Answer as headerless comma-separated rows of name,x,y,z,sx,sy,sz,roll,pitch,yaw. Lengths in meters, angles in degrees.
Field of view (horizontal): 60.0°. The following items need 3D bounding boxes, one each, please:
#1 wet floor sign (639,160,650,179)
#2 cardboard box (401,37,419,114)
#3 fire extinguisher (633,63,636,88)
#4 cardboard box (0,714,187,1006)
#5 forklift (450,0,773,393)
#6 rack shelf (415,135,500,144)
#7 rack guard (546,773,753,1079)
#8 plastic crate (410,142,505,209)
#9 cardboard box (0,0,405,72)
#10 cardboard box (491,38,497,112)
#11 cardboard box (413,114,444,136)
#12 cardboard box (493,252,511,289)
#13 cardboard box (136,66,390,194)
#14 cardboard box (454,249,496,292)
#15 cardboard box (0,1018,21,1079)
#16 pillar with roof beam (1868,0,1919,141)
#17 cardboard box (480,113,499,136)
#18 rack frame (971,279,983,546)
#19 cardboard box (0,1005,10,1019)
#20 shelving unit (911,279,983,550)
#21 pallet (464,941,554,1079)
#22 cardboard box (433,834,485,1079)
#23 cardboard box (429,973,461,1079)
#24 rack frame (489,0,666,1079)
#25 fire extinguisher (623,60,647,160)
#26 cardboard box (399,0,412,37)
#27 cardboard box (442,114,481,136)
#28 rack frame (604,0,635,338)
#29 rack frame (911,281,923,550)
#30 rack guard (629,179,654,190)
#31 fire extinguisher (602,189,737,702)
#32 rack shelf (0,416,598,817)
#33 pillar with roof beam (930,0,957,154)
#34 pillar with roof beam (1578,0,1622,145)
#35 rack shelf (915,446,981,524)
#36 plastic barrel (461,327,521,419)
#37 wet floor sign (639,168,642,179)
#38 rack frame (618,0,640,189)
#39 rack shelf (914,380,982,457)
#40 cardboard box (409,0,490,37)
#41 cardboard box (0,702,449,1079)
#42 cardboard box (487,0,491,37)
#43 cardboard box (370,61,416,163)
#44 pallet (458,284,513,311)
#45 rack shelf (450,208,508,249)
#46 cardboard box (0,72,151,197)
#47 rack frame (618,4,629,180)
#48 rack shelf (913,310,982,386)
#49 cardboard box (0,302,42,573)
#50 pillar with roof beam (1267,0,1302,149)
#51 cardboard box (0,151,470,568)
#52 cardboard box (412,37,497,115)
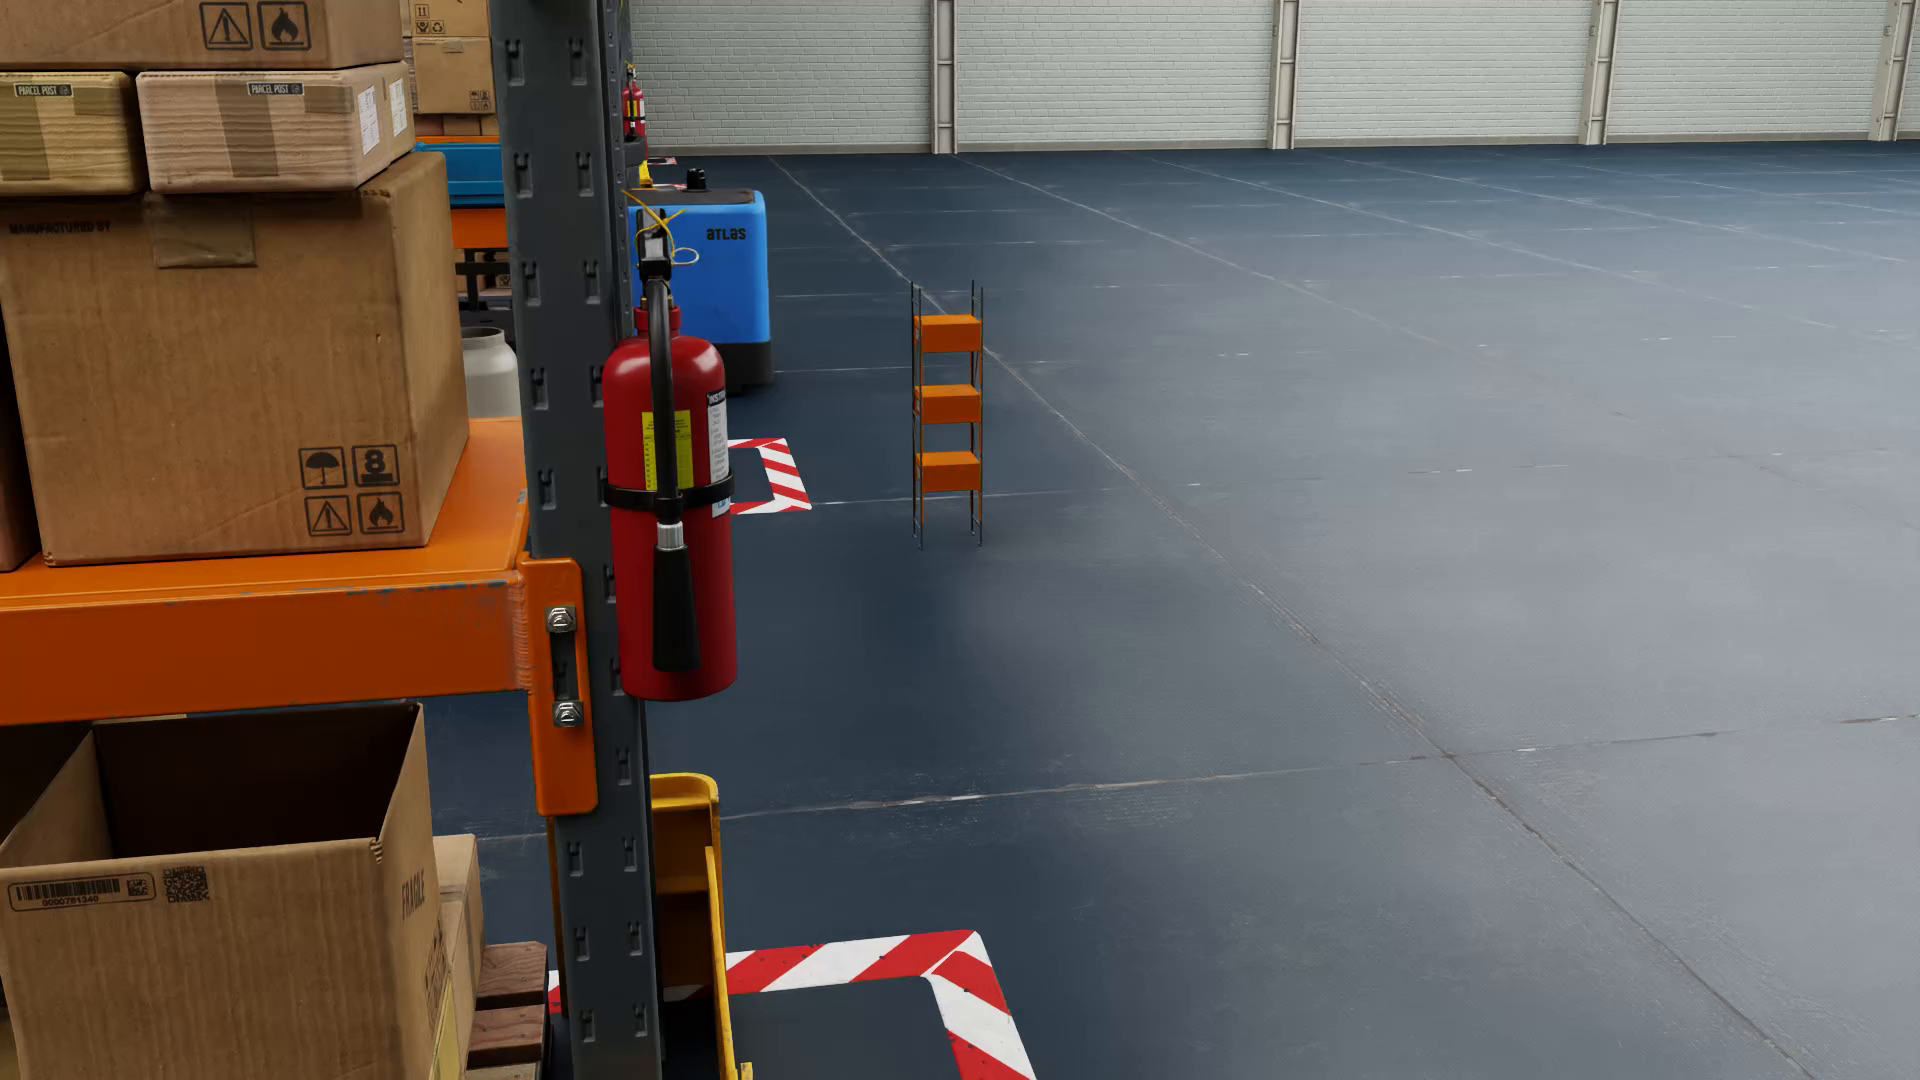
wet floor sign,-3.968,-4.578,20.617,0.232,0.644,0.267,3,17,9
cardboard box,-3.990,-3.234,11.554,0.500,0.500,0.875,-3,17,-10
fire extinguisher,-4.158,-5.838,20.841,0.183,0.674,0.296,-3,17,-10
cardboard box,-1.661,0.461,2.893,0.500,0.500,0.500,-3,17,-10
forklift,-2.627,-2.312,9.348,3.031,2.935,1.130,-2,17,-7
rack shelf,-4.441,-2.689,11.683,4.000,0.370,1.077,-3,17,-10
rack guard,-0.578,0.905,3.013,0.348,0.500,1.175,-3,17,-10
plastic crate,-1.973,-1.531,6.942,0.616,0.251,0.499,-3,17,-10
cardboard box,-1.115,-0.931,2.354,0.500,0.500,0.700,-3,17,-10
cardboard box,-3.023,-3.312,11.808,0.500,0.500,0.875,-3,17,-10
cardboard box,-3.701,-2.895,11.556,0.250,0.149,0.380,-3,17,-10
cardboard box,-3.094,-2.120,12.148,0.500,0.500,0.500,0,17,0
cardboard box,-0.941,-0.570,2.284,0.250,0.149,0.380,-4,17,-11
cardboard box,-3.674,-2.077,12.007,0.500,0.500,0.500,1,17,4
cardboard box,-1.561,0.972,2.507,0.500,0.250,0.500,-3,17,-10
pillar with roof beam,18.224,-10.616,26.050,0.400,9.000,9.100,-3,17,-10
cardboard box,-3.199,-2.906,11.593,0.250,0.149,0.380,-3,17,-10
rack frame,0.067,-0.506,6.670,0.008,1.050,0.200,-3,17,-10
cardboard box,-1.661,0.820,3.001,0.500,0.250,0.500,-3,17,-10
shelving unit,-0.053,-0.499,6.648,0.252,1.050,0.215,-3,17,-10
pallet,-1.345,1.099,2.873,1.213,0.211,1.003,-3,17,-10
cardboard box,-1.171,0.791,3.095,0.500,0.250,0.500,-3,17,-10
cardboard box,-1.072,0.940,2.609,0.500,0.250,0.500,-3,17,-10
rack frame,-0.602,-0.288,2.642,0.127,3.000,1.000,-3,17,-10
fire extinguisher,-2.278,-2.981,11.540,0.183,0.674,0.296,-3,17,-10
cardboard box,-3.952,-3.654,11.219,0.500,0.500,0.500,-3,17,-10
cardboard box,-3.448,-2.897,11.562,0.250,0.149,0.380,-3,17,-10
rack frame,-1.538,-1.716,7.291,0.127,3.000,1.000,-3,17,-10
rack frame,-0.172,-0.492,6.626,0.008,1.050,0.200,-3,17,-10
rack guard,-3.296,-3.386,16.985,0.348,0.500,1.175,-3,17,-10
fire extinguisher,-0.398,-0.124,2.239,0.183,0.674,0.296,-3,17,-10
rack shelf,-2.566,0.167,2.385,4.000,0.370,1.077,-3,17,-10
pillar with roof beam,0.550,-9.614,22.786,0.400,9.000,9.100,-3,17,-10
pillar with roof beam,12.332,-10.282,24.962,0.400,9.000,9.100,-3,17,-10
rack shelf,-0.053,-0.223,6.733,0.240,0.259,0.215,-3,17,-10
plastic barrel,-2.170,-0.669,7.404,0.421,0.512,0.421,0,17,0
wet floor sign,-3.666,-4.027,18.823,0.232,0.644,0.267,-6,18,-20
rack frame,-3.319,-4.580,16.614,0.127,3.000,1.000,-3,17,-10
rack shelf,-0.053,-0.489,6.651,0.240,0.259,0.215,-3,17,-10
cardboard box,-3.460,-3.681,11.307,0.500,0.500,0.500,-3,17,-10
cardboard box,-1.072,0.582,2.497,0.500,0.500,0.500,-3,17,-10
cardboard box,-2.971,-3.710,11.403,0.500,0.500,0.500,-3,17,-10
cardboard box,-1.028,-0.686,2.663,0.250,0.149,0.380,-3,17,-11
pallet,-3.356,-1.772,12.222,1.213,0.211,1.003,-3,17,-10
rack shelf,-3.502,-1.261,7.034,4.000,0.370,1.077,-3,17,-10
cardboard box,-1.198,-0.555,2.235,0.250,0.149,0.380,-3,17,-9
rack frame,-2.477,-3.144,11.940,0.127,3.000,1.000,-3,17,-10
rack shelf,-0.053,-0.760,6.568,0.240,0.259,0.215,-3,17,-10
cardboard box,-1.577,-0.283,2.455,0.500,0.500,0.700,-3,17,-9
pillar with roof beam,6.441,-9.948,23.874,0.400,9.000,9.100,-3,17,-10
cardboard box,-1.063,-0.314,2.554,0.500,0.500,0.700,-3,17,-10
cardboard box,-3.491,-3.249,11.605,0.500,0.500,0.875,-3,17,-10
